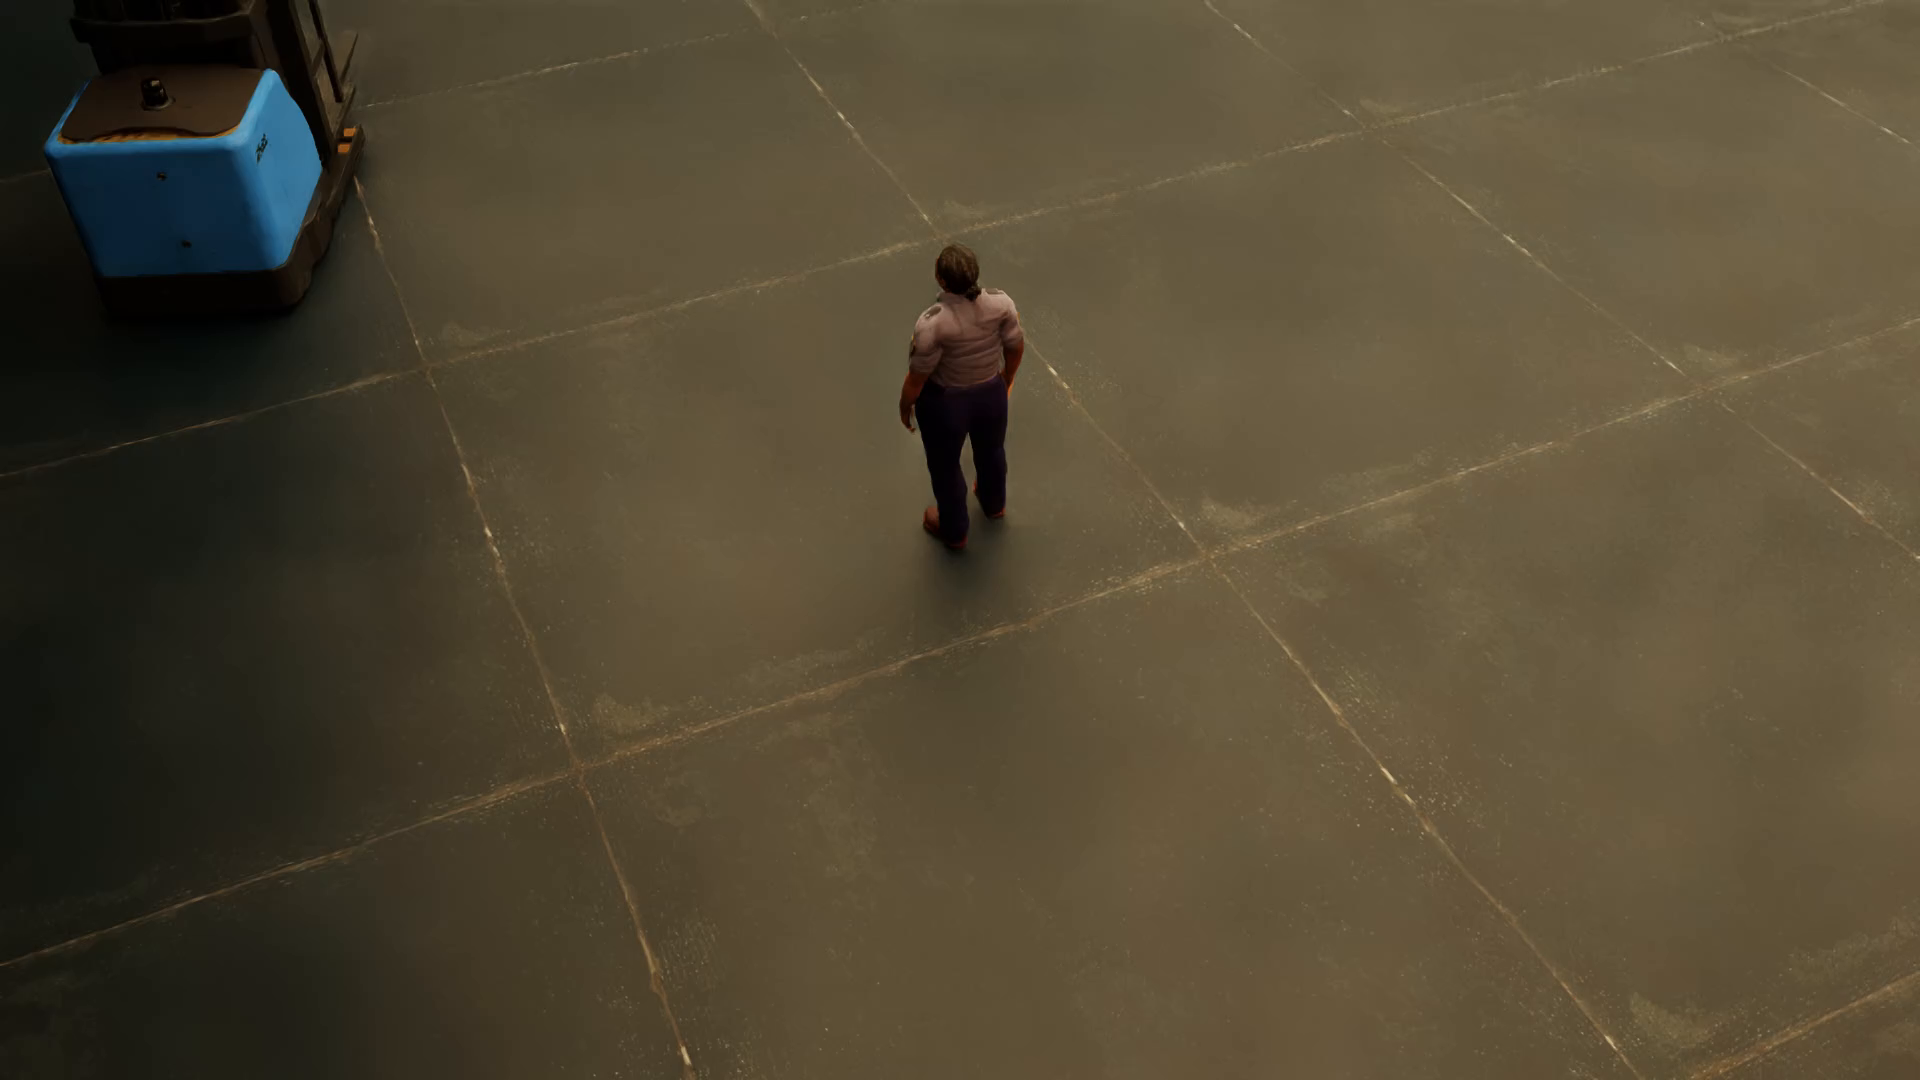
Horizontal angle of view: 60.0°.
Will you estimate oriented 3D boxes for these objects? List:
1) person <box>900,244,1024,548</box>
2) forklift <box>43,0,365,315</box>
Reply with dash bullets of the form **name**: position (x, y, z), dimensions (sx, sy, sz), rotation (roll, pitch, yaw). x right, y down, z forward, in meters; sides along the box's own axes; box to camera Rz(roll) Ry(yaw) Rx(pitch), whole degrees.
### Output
- **person**: position (-0.017, -0.670, 7.328), dimensions (0.599, 1.650, 0.502), rotation (-18, 46, -18)
- **forklift**: position (-4.265, -3.293, 9.209), dimensions (1.130, 2.935, 3.031), rotation (-3, 43, -4)
